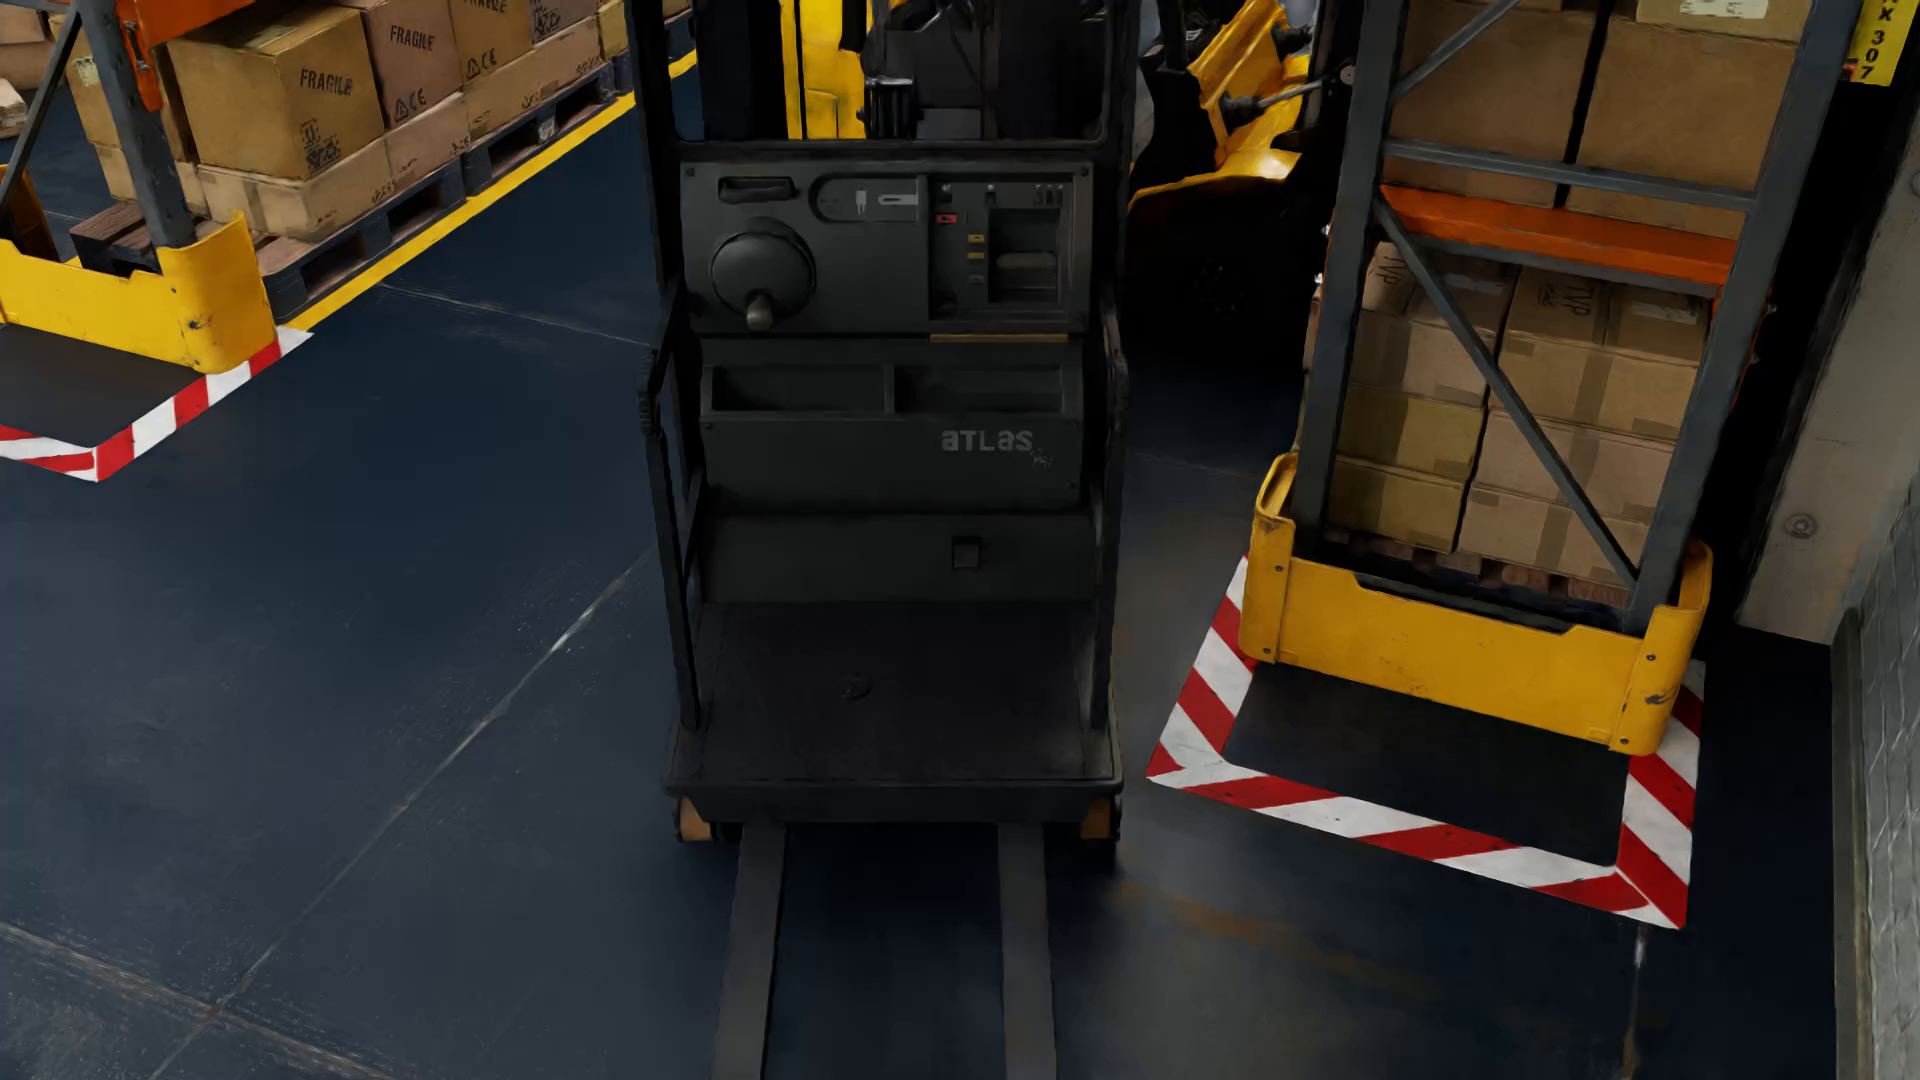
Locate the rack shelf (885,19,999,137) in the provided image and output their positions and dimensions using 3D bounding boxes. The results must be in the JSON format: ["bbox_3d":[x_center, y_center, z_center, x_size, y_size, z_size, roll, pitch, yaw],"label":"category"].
[{"bbox_3d":[-0.052,-1.317,5.281,0.431,0.518,0.480,0,37,0],"label":"rack shelf"}]

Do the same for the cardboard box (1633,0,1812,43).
[{"bbox_3d":[1.773,-1.278,3.829,0.380,0.149,0.250,13,39,17],"label":"cardboard box"}]

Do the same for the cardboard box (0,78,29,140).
[{"bbox_3d":[-4.558,-2.022,7.831,0.250,0.149,0.380,-25,43,-29],"label":"cardboard box"}]

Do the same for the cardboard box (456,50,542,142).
[{"bbox_3d":[-2.228,-2.015,7.386,0.500,0.250,0.500,16,40,21],"label":"cardboard box"}]

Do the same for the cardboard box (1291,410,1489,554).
[{"bbox_3d":[1.290,-0.249,5.023,0.500,0.250,0.500,14,39,18],"label":"cardboard box"}]

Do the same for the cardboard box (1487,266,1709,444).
[{"bbox_3d":[1.761,-0.540,4.578,0.500,0.250,0.500,13,39,17],"label":"cardboard box"}]

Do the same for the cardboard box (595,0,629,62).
[{"bbox_3d":[-1.836,-2.574,8.134,0.500,0.250,0.500,13,39,17],"label":"cardboard box"}]

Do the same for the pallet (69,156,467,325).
[{"bbox_3d":[-2.817,-1.345,6.874,1.003,0.211,1.213,14,39,18],"label":"pallet"}]

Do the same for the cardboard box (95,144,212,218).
[{"bbox_3d":[-3.120,-1.567,6.787,0.500,0.250,0.500,14,39,18],"label":"cardboard box"}]

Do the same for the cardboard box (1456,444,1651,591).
[{"bbox_3d":[1.771,-0.144,4.883,0.500,0.250,0.500,14,39,18],"label":"cardboard box"}]

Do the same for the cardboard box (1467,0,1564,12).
[{"bbox_3d":[1.276,-1.405,3.999,0.380,0.149,0.250,14,39,18],"label":"cardboard box"}]

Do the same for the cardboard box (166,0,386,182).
[{"bbox_3d":[-2.617,-1.743,6.395,0.500,0.500,0.500,13,39,16],"label":"cardboard box"}]

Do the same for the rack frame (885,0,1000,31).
[{"bbox_3d":[-0.054,-1.474,5.469,0.400,2.100,0.015,0,37,0],"label":"rack frame"}]

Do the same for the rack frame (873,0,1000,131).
[{"bbox_3d":[-0.051,-1.182,5.078,0.400,2.100,0.015,0,37,0],"label":"rack frame"}]

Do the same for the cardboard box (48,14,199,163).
[{"bbox_3d":[-3.125,-1.849,6.537,0.500,0.500,0.500,14,39,18],"label":"cardboard box"}]

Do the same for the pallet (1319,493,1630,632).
[{"bbox_3d":[1.656,-0.166,5.295,1.003,0.211,1.213,14,39,18],"label":"pallet"}]

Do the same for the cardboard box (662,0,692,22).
[{"bbox_3d":[-1.643,-2.871,8.532,0.500,0.250,0.500,16,40,20],"label":"cardboard box"}]

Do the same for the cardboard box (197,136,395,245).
[{"bbox_3d":[-2.626,-1.429,6.602,0.500,0.250,0.500,14,39,17],"label":"cardboard box"}]

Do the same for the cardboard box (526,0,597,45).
[{"bbox_3d":[-2.028,-2.607,7.552,0.500,0.500,0.500,16,40,20],"label":"cardboard box"}]

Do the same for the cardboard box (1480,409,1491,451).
[{"bbox_3d":[1.488,-0.522,5.389,0.500,0.250,0.500,14,39,18],"label":"cardboard box"}]

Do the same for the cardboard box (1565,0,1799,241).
[{"bbox_3d":[1.849,-1.101,4.134,0.500,0.500,0.500,15,39,19],"label":"cardboard box"}]

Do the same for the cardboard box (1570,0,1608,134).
[{"bbox_3d":[1.554,-1.507,4.678,0.500,0.500,0.500,15,39,19],"label":"cardboard box"}]

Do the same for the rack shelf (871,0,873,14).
[{"bbox_3d":[-0.052,-1.878,4.862,0.431,0.518,0.480,0,37,0],"label":"rack shelf"}]

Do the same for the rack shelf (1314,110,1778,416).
[{"bbox_3d":[2.165,-1.669,5.578,1.077,0.370,4.000,14,39,18],"label":"rack shelf"}]

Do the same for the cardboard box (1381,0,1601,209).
[{"bbox_3d":[1.348,-1.222,4.296,0.500,0.500,0.500,13,39,17],"label":"cardboard box"}]

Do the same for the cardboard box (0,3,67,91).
[{"bbox_3d":[-4.861,-2.528,8.211,0.797,0.503,0.637,-11,38,-14],"label":"cardboard box"}]

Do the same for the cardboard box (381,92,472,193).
[{"bbox_3d":[-2.424,-1.710,6.978,0.500,0.250,0.500,15,39,19],"label":"cardboard box"}]

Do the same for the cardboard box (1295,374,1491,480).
[{"bbox_3d":[1.300,-0.458,4.885,0.500,0.250,0.500,13,39,17],"label":"cardboard box"}]

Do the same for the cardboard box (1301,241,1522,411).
[{"bbox_3d":[1.290,-0.643,4.716,0.500,0.250,0.500,15,39,19],"label":"cardboard box"}]

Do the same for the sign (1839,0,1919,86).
[{"bbox_3d":[1.915,-1.098,3.425,0.100,0.325,0.005,14,39,18],"label":"sign"}]

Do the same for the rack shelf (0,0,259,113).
[{"bbox_3d":[-2.427,-2.798,7.088,1.077,0.370,4.000,14,39,18],"label":"rack shelf"}]

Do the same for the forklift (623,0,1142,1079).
[{"bbox_3d":[-0.160,-0.599,3.603,1.130,2.935,3.031,0,37,0],"label":"forklift"}]

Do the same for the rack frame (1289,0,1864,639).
[{"bbox_3d":[1.404,-0.850,3.881,1.000,3.000,0.127,14,39,18],"label":"rack frame"}]

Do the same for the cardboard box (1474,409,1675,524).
[{"bbox_3d":[1.775,-0.330,4.714,0.500,0.250,0.500,15,39,19],"label":"cardboard box"}]

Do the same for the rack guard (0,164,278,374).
[{"bbox_3d":[-3.159,-1.019,6.196,1.175,0.500,0.348,14,39,18],"label":"rack guard"}]

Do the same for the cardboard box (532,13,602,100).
[{"bbox_3d":[-2.034,-2.294,7.759,0.500,0.250,0.500,14,39,18],"label":"cardboard box"}]

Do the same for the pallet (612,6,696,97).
[{"bbox_3d":[-1.889,-2.696,8.681,1.003,0.211,1.213,14,39,18],"label":"pallet"}]

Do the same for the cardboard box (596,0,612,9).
[{"bbox_3d":[-1.835,-2.890,7.930,0.500,0.500,0.500,15,39,19],"label":"cardboard box"}]

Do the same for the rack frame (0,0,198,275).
[{"bbox_3d":[-3.188,-1.978,5.391,1.000,3.000,0.127,14,39,18],"label":"rack frame"}]

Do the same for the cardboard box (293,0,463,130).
[{"bbox_3d":[-2.422,-2.033,6.784,0.500,0.500,0.500,12,39,16],"label":"cardboard box"}]

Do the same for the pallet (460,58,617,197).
[{"bbox_3d":[-2.352,-2.018,7.774,1.003,0.211,1.213,14,39,18],"label":"pallet"}]

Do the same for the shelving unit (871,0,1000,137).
[{"bbox_3d":[-0.052,-1.328,5.273,0.431,2.100,0.503,0,37,0],"label":"shelving unit"}]

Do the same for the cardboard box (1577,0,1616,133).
[{"bbox_3d":[2.027,-1.394,4.526,0.500,0.500,0.500,15,39,19],"label":"cardboard box"}]

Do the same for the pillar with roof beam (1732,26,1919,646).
[{"bbox_3d":[-1.479,-4.414,3.638,9.100,9.000,0.400,14,39,18],"label":"pillar with roof beam"}]

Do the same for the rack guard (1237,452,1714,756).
[{"bbox_3d":[1.394,0.165,4.612,1.175,0.500,0.348,14,39,18],"label":"rack guard"}]

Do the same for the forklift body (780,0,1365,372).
[{"bbox_3d":[0.438,-1.975,6.096,2.313,2.155,1.214,14,39,18],"label":"forklift body"}]

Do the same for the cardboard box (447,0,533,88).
[{"bbox_3d":[-2.224,-2.309,7.153,0.500,0.500,0.500,15,39,19],"label":"cardboard box"}]
